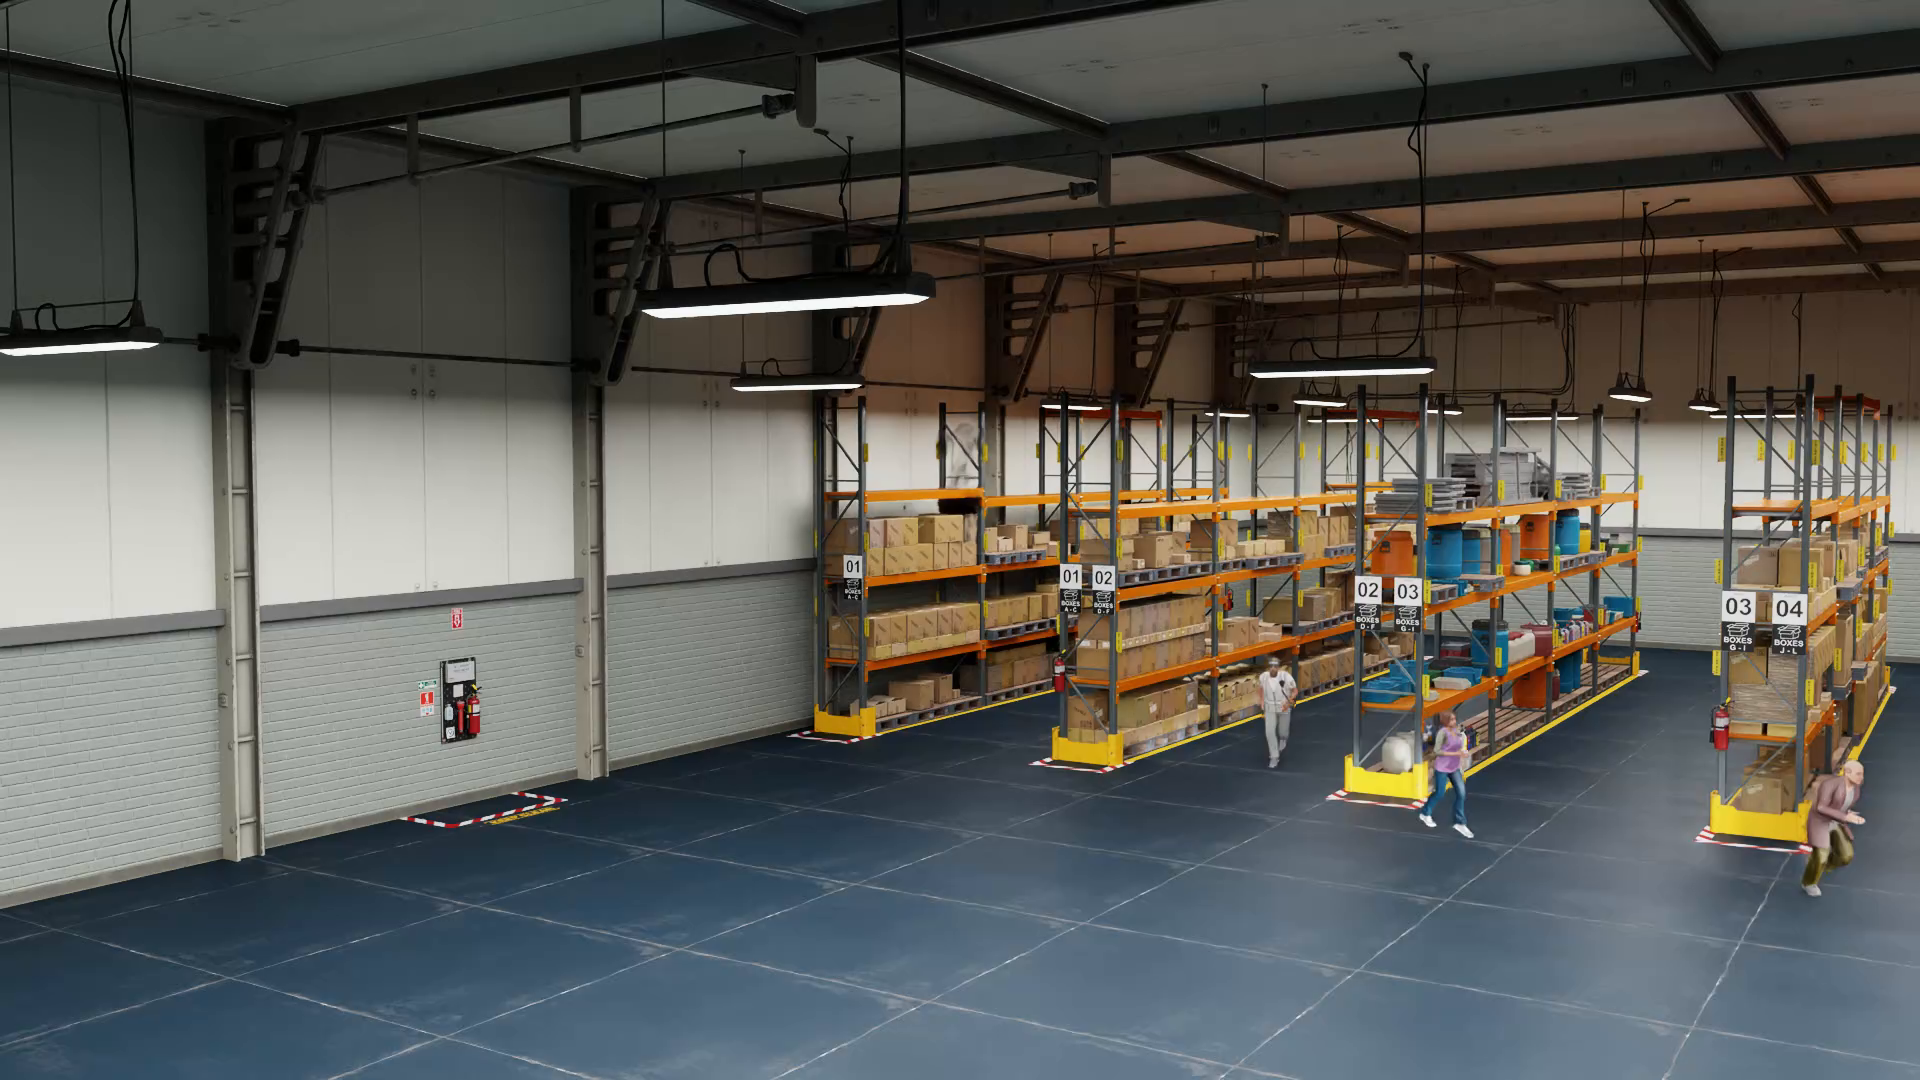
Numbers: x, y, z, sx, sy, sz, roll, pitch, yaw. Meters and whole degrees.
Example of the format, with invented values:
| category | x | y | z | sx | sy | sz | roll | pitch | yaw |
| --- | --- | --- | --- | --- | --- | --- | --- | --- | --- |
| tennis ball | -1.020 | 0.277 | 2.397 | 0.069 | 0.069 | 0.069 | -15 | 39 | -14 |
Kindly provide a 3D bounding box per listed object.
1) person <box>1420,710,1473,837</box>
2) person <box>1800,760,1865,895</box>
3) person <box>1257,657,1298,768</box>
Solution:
| category | x | y | z | sx | sy | sz | roll | pitch | yaw |
| --- | --- | --- | --- | --- | --- | --- | --- | --- | --- |
| person | 6.362 | 3.043 | 21.840 | 0.531 | 1.629 | 0.754 | -2 | 4 | -33 |
| person | 9.822 | 3.223 | 18.607 | 0.738 | 1.606 | 0.905 | -1 | 3 | -19 |
| person | 5.120 | 2.747 | 26.848 | 0.663 | 1.777 | 1.036 | 1 | 3 | 18 |
